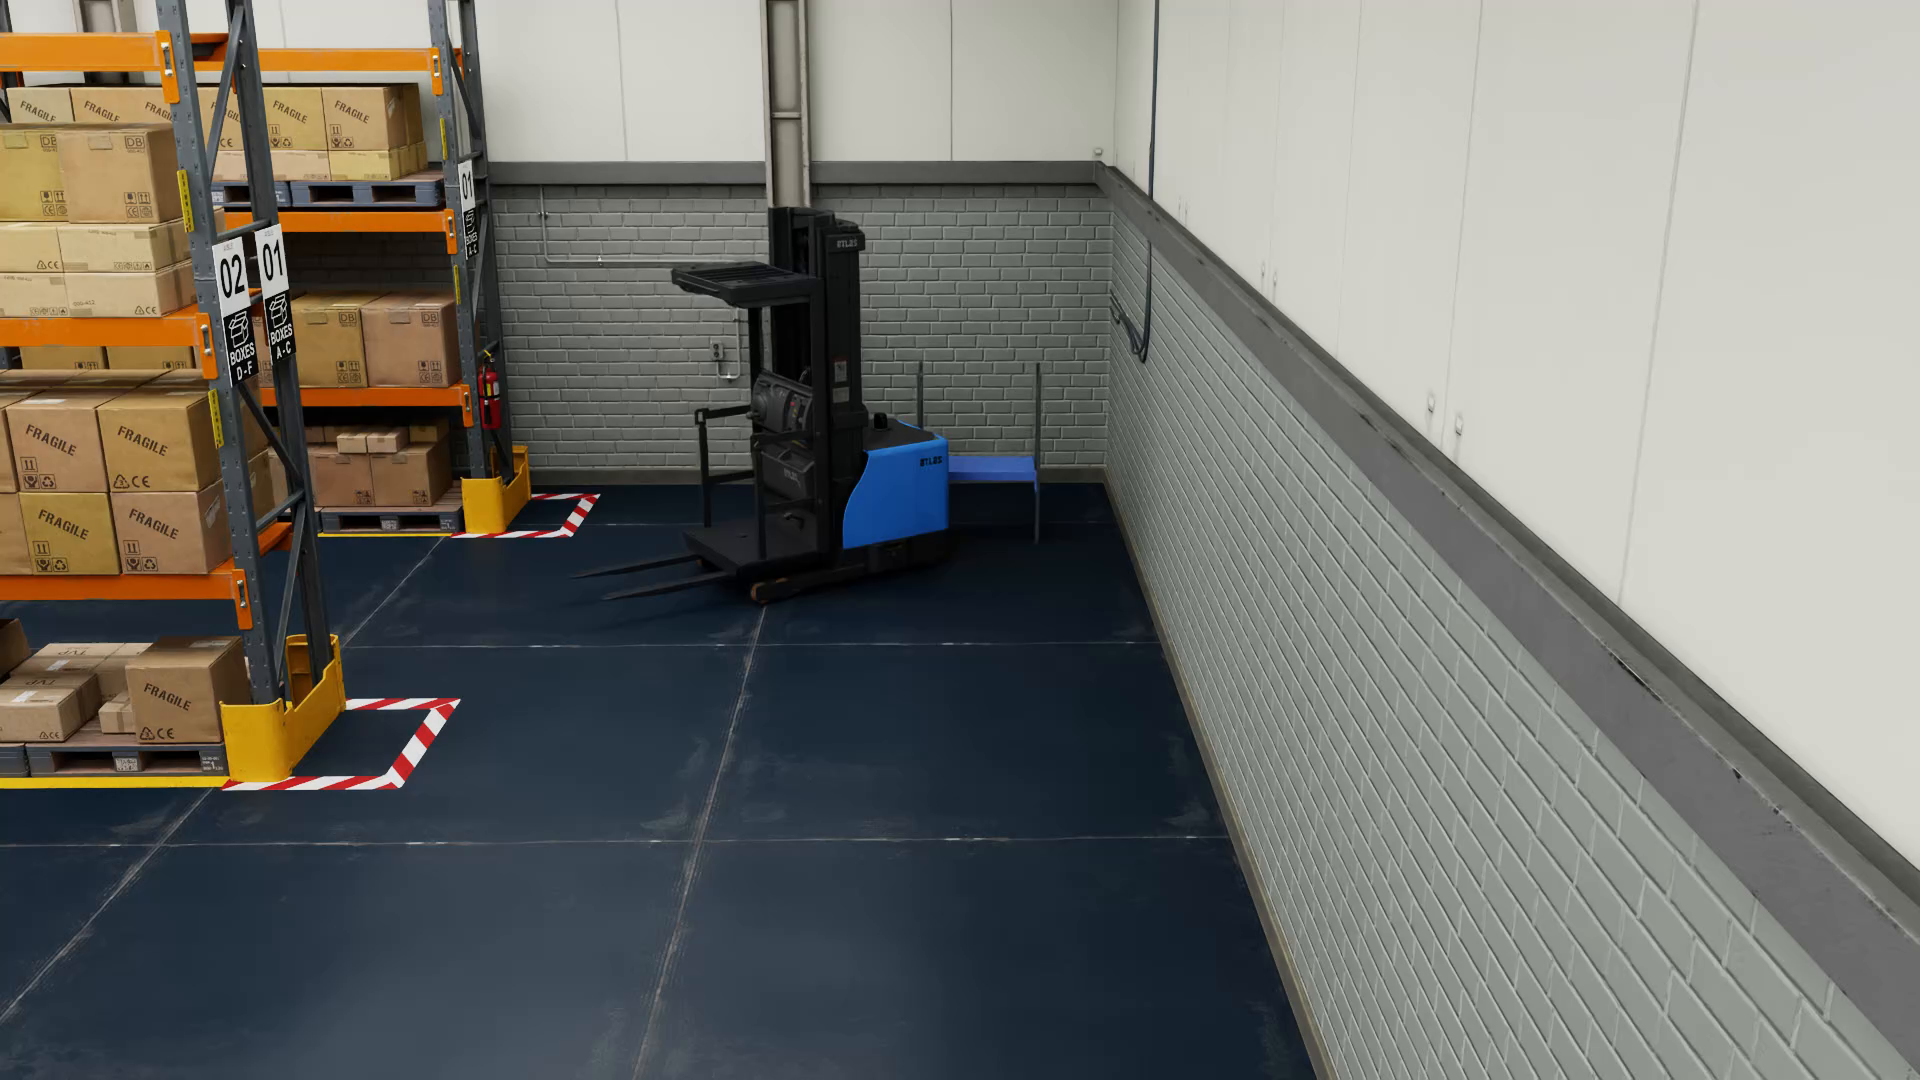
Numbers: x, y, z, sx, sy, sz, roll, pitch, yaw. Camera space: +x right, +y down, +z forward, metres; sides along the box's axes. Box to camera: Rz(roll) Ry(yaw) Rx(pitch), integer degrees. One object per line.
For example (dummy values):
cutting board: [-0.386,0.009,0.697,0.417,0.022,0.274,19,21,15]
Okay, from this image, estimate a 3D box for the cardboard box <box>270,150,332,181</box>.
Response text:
cardboard box: [-5.500,-3.179,14.031,0.500,0.250,0.500,-1,18,-3]

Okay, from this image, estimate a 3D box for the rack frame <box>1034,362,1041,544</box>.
rack frame: [0.674,-0.755,14.445,0.032,1.500,0.500,0,18,1]

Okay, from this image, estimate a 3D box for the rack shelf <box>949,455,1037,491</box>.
rack shelf: [0.166,-0.586,14.509,1.000,0.185,0.538,0,18,1]

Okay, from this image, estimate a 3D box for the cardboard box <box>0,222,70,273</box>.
cardboard box: [-5.179,-1.661,9.332,0.500,0.250,0.500,0,18,-1]

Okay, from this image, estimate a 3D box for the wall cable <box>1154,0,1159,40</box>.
wall cable: [1.452,-4.537,10.774,0.112,2.526,3.097,0,18,-1]

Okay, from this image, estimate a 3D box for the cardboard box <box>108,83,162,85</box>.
cardboard box: [-7.040,-3.682,14.370,0.500,0.500,0.500,-1,18,-3]

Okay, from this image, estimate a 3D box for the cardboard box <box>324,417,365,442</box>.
cardboard box: [-5.585,-1.005,15.112,0.250,0.149,0.380,0,18,0]

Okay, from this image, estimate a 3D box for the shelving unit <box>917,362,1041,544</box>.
shelving unit: [0.166,-0.758,14.454,1.048,1.500,0.538,0,18,1]

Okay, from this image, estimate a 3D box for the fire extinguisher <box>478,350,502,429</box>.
fire extinguisher: [-4.093,-1.308,14.450,0.183,0.674,0.296,0,18,-1]

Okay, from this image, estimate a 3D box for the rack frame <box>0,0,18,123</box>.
rack frame: [-8.251,-4.500,13.842,0.127,3.000,1.000,0,18,-1]

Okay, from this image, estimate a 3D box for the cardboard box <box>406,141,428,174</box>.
cardboard box: [-4.985,-3.338,14.527,0.500,0.250,0.500,1,18,2]

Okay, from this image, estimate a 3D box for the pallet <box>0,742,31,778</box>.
pallet: [-6.260,1.188,10.499,1.213,0.211,1.003,0,18,-1]

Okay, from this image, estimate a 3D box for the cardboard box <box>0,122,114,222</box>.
cardboard box: [-5.184,-2.117,9.526,0.500,0.500,0.700,0,18,-1]

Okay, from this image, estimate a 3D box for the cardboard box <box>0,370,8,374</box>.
cardboard box: [-6.148,-0.743,10.152,0.500,0.500,0.500,0,18,-1]

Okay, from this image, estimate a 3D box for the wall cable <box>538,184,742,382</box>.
wall cable: [-2.986,-2.441,15.583,1.851,1.984,0.084,0,18,-1]

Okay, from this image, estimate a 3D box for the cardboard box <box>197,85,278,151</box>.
cardboard box: [-6.001,-3.533,13.906,0.500,0.500,0.500,-1,18,-3]

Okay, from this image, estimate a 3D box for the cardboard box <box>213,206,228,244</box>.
cardboard box: [-4.687,-1.821,9.831,0.500,0.250,0.500,0,18,-1]

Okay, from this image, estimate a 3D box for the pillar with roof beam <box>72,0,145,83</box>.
pillar with roof beam: [-7.497,-3.452,10.578,0.400,9.000,9.100,0,18,-1]

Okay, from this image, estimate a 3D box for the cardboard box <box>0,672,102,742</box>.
cardboard box: [-5.660,1.024,10.227,0.500,0.250,0.500,0,18,-1]

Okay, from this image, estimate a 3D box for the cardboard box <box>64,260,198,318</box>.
cardboard box: [-4.679,-1.423,9.408,0.500,0.250,0.500,0,18,-1]

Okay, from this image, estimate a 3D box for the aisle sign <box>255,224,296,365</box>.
aisle sign: [-4.106,-1.477,9.986,0.004,0.787,0.394,0,18,-1]

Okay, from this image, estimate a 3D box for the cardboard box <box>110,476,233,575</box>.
cardboard box: [-4.613,-0.112,9.821,0.500,0.500,0.500,0,18,1]

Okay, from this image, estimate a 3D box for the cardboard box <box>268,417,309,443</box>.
cardboard box: [-6.096,-1.002,15.103,0.250,0.149,0.380,0,18,0]

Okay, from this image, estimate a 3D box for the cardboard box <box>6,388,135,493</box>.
cardboard box: [-5.115,-0.584,9.657,0.500,0.500,0.500,0,18,1]

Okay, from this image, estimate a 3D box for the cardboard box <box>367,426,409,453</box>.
cardboard box: [-5.075,-0.891,14.756,0.250,0.149,0.380,0,18,-2]

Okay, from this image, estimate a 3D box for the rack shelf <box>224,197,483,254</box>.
rack shelf: [-6.251,-2.738,14.440,4.000,0.370,1.077,0,18,-1]

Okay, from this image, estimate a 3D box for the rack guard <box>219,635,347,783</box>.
rack guard: [-4.246,1.041,10.483,0.348,0.500,1.175,0,18,-1]

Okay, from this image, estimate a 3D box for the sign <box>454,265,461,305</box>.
sign: [-4.257,-2.161,14.089,0.005,0.325,0.100,0,18,-1]

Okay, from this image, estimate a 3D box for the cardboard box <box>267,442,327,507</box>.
cardboard box: [-5.953,-0.633,15.015,0.500,0.500,0.700,-1,18,-3]

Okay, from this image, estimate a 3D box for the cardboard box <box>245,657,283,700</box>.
cardboard box: [-4.594,0.896,10.792,0.250,0.149,0.380,0,18,-1]

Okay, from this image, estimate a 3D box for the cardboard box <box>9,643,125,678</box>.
cardboard box: [-5.718,0.871,10.702,0.500,0.250,0.500,0,18,-1]

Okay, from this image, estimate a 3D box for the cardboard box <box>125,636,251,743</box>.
cardboard box: [-4.709,0.909,10.174,0.500,0.500,0.500,0,18,-1]

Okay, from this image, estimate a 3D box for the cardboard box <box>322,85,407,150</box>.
cardboard box: [-4.979,-3.537,13.919,0.500,0.500,0.500,0,18,-1]

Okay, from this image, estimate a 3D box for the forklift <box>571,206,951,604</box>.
forklift: [-1.589,-1.079,13.113,3.031,2.935,1.130,-11,21,-32]

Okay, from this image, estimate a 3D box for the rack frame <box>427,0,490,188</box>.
rack frame: [-4.252,-4.519,13.902,0.127,3.000,1.000,0,18,-1]

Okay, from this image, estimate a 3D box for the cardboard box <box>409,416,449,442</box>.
cardboard box: [-4.828,-1.009,15.124,0.250,0.149,0.380,0,18,0]

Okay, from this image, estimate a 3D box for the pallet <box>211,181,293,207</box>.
pallet: [-6.216,-3.035,14.332,1.213,0.211,1.003,0,18,-1]

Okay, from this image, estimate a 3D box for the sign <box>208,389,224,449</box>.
sign: [-4.181,-0.682,9.349,0.005,0.325,0.100,0,18,-1]

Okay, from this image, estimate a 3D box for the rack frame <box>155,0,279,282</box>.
rack frame: [-4.170,-3.006,9.186,0.127,3.000,1.000,0,18,-1]

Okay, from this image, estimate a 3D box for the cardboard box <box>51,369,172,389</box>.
cardboard box: [-5.140,-0.747,10.164,0.500,0.500,0.500,0,18,0]

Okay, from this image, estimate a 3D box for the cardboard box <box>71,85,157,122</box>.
cardboard box: [-7.020,-3.527,13.887,0.500,0.500,0.500,-1,18,-2]

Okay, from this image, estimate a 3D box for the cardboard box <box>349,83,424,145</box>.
cardboard box: [-4.985,-3.694,14.408,0.500,0.500,0.500,-1,18,-3]

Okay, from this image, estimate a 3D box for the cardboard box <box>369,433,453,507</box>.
cardboard box: [-4.950,-0.638,15.031,0.500,0.500,0.700,0,18,-1]

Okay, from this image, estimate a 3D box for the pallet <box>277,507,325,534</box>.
pallet: [-6.267,-0.302,15.143,1.213,0.211,1.003,0,18,-1]

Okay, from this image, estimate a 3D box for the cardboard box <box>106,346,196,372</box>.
cardboard box: [-6.978,-1.785,14.711,0.700,0.700,0.980,-1,18,-2]

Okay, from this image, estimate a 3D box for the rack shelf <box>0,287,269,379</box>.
rack shelf: [-6.169,-1.225,9.724,4.000,0.370,1.077,0,18,-1]

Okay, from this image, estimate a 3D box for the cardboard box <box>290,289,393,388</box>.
cardboard box: [-5.489,-1.793,14.734,0.700,0.700,0.980,0,18,-1]

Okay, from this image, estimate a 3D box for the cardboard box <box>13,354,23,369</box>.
cardboard box: [-8.589,-1.592,14.978,0.250,0.149,0.380,-1,18,-3]

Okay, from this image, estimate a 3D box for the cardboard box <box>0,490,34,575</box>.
cardboard box: [-5.631,-0.107,9.808,0.500,0.500,0.500,0,18,0]

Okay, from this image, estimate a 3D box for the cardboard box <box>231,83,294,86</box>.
cardboard box: [-6.018,-3.691,14.399,0.500,0.500,0.500,0,18,-1]

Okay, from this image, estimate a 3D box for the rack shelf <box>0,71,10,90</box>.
rack shelf: [-10.251,-3.957,13.983,4.000,0.370,1.077,0,18,-1]
